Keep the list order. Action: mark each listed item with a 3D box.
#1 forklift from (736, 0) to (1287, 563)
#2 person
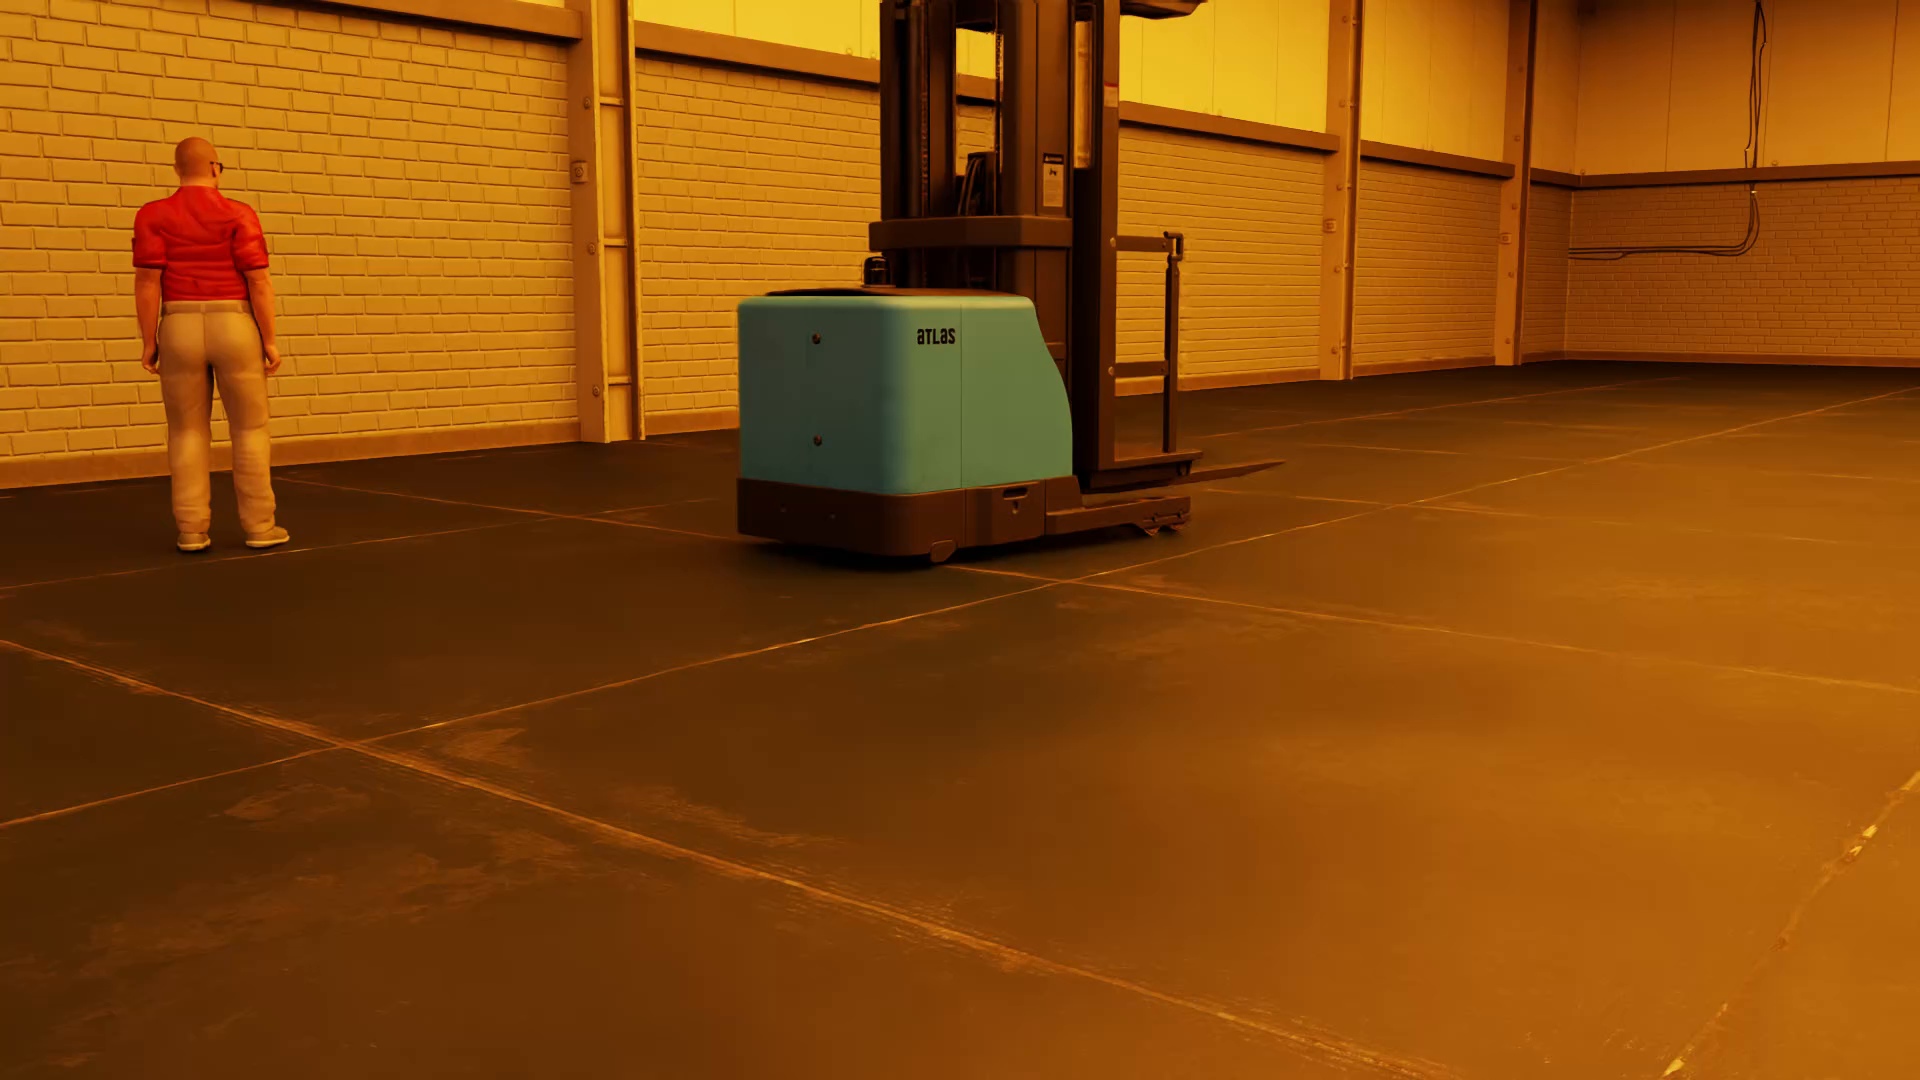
[{"bbox_3d":[0.426,-1.519,7.661,1.130,2.935,3.031,8,11,43],"label":"forklift"},{"bbox_3d":[-3.179,-0.824,7.074,0.554,1.731,0.376,-2,9,-14],"label":"person"}]
